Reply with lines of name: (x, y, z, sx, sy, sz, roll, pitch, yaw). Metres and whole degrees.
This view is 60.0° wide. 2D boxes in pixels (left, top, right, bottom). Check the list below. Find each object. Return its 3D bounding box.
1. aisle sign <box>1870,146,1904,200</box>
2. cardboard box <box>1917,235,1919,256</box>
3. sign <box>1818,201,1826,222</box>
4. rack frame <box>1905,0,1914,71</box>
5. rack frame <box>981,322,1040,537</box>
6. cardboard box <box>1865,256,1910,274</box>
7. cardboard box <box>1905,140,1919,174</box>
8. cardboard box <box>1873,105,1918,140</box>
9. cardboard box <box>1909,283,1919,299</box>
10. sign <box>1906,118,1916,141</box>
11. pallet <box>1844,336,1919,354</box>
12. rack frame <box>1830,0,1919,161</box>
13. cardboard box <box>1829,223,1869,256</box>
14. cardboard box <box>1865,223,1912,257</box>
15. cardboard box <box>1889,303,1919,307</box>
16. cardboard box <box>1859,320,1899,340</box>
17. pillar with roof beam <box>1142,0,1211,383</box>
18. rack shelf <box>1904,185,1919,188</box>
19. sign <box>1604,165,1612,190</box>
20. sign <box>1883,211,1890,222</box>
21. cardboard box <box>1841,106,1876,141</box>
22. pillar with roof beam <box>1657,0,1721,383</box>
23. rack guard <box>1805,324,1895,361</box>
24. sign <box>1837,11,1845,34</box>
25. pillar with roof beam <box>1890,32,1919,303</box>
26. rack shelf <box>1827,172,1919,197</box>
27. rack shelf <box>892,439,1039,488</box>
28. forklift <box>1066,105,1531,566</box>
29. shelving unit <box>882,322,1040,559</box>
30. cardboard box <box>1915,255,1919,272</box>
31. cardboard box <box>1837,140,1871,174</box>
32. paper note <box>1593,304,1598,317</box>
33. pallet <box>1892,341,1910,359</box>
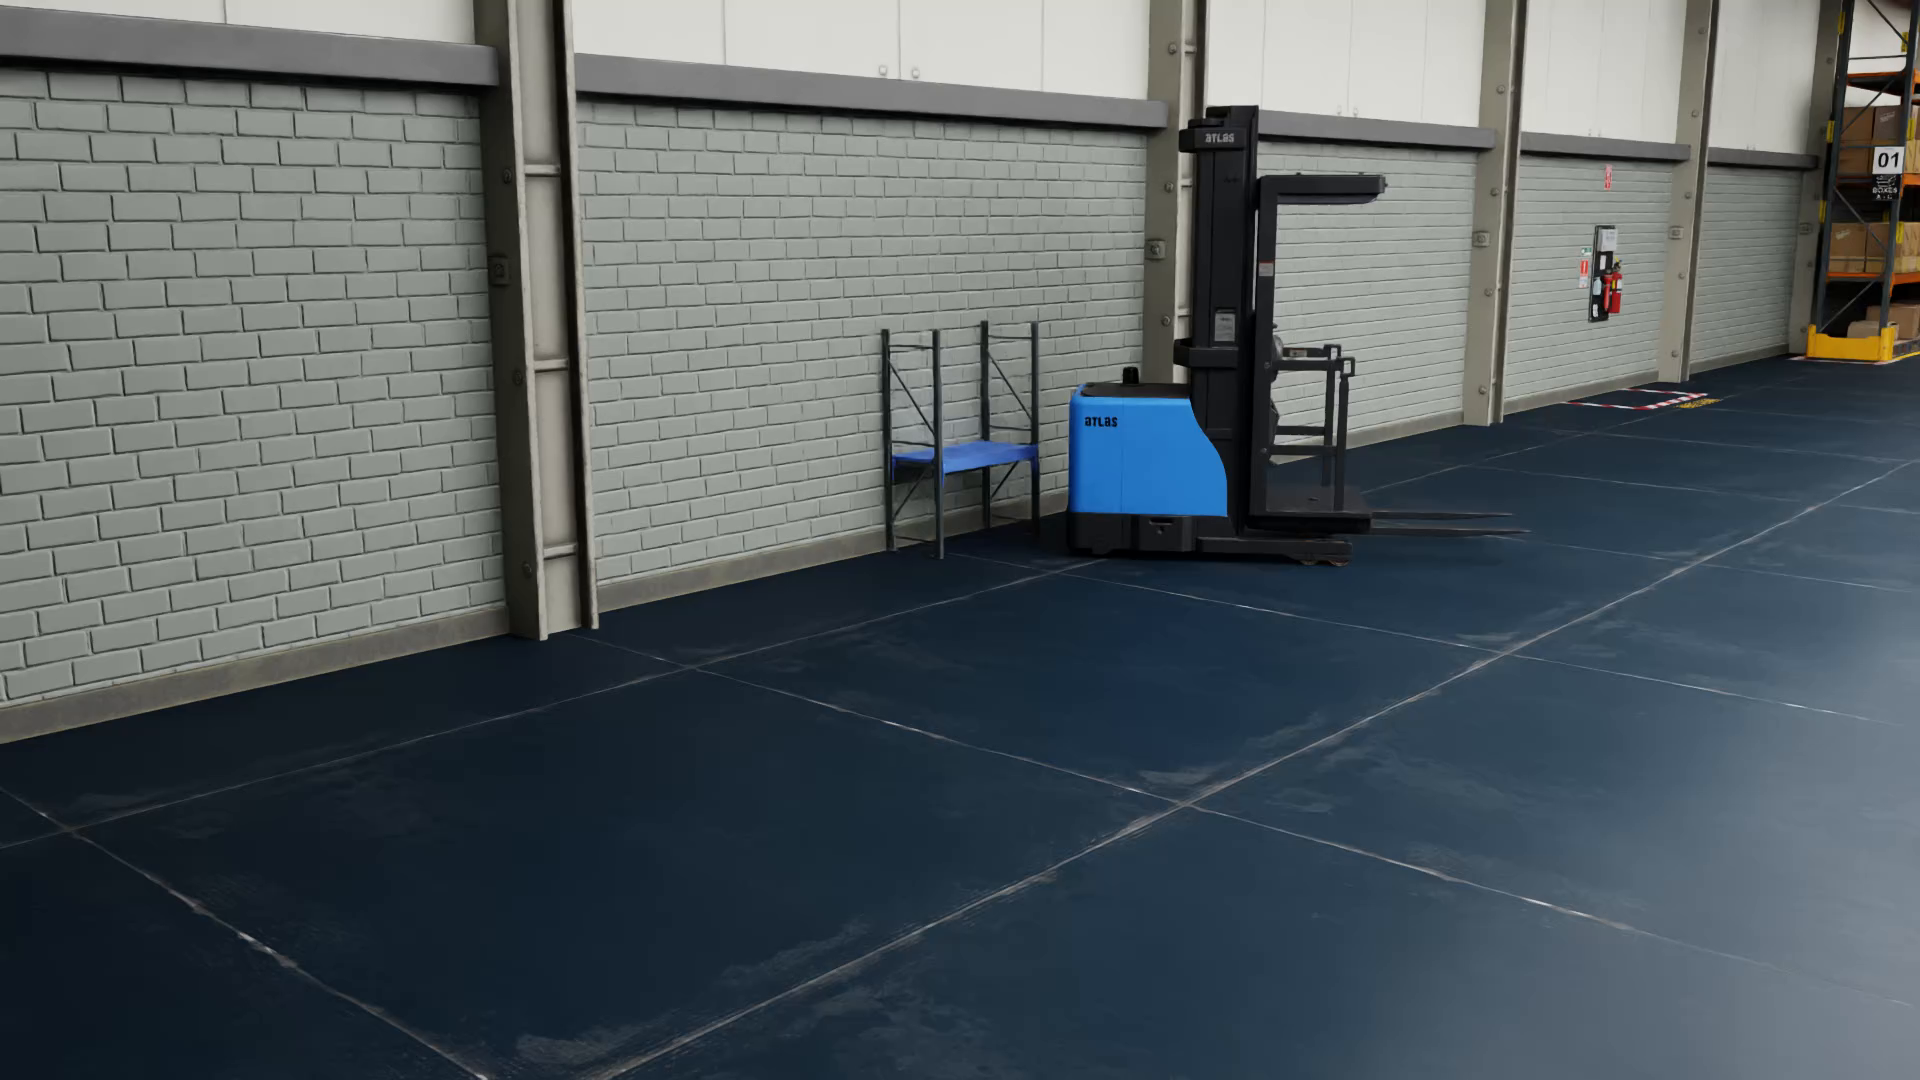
aisle sign: (13.953, -5.516, 25.034, 0.394, 0.787, 0.004, 10, 15, 40)
cardboard box: (14.996, -4.773, 26.366, 0.500, 0.500, 0.500, 9, 14, 39)
sign: (13.372, -5.088, 25.765, 0.100, 0.325, 0.005, 10, 15, 40)
rack frame: (16.416, -7.821, 27.895, 1.000, 3.000, 0.127, 10, 15, 40)
rack frame: (0.357, -0.789, 11.808, 0.500, 1.500, 0.032, 9, 14, 41)
cardboard box: (14.336, -4.258, 25.702, 0.500, 0.250, 0.500, 9, 15, 39)
cardboard box: (14.565, -5.912, 25.687, 0.500, 0.500, 0.500, -11, 16, -44)
cardboard box: (14.212, -6.336, 25.259, 0.500, 0.500, 0.500, 8, 14, 36)
cardboard box: (17.177, -4.413, 29.490, 0.500, 0.250, 0.500, 9, 15, 39)
sign: (14.183, -6.120, 24.805, 0.100, 0.325, 0.005, 10, 15, 40)
pallet: (15.194, -3.228, 27.335, 1.003, 0.211, 1.213, 10, 15, 40)
rack frame: (13.775, -7.233, 24.948, 1.000, 3.000, 0.127, 10, 15, 40)
cardboard box: (13.927, -4.692, 25.960, 0.500, 0.500, 0.500, 10, 15, 40)
cardboard box: (14.316, -4.626, 25.632, 0.500, 0.500, 0.500, 10, 15, 40)
cardboard box: (15.761, -3.711, 27.894, 0.500, 0.500, 0.500, 8, 14, 36)
cardboard box: (14.676, -3.362, 26.627, 0.500, 0.311, 0.500, -11, 15, -43)
pillar with roof beam: (4.940, -4.243, 9.978, 9.100, 9.000, 0.400, 10, 15, 40)
rack shelf: (17.736, -6.292, 29.732, 1.077, 0.370, 4.000, 10, 15, 40)
sign: (7.887, -4.413, 20.227, 0.001, 0.298, 0.199, 10, 15, 40)
sign: (15.997, -5.518, 28.725, 0.100, 0.325, 0.005, 10, 15, 40)
cardboard box: (13.864, -6.408, 25.619, 0.500, 0.500, 0.500, 11, 15, 43)
pillar with roof beam: (12.861, -6.008, 18.817, 9.100, 9.000, 0.400, 10, 15, 40)
rack guard: (13.826, -3.076, 25.837, 1.175, 0.500, 0.348, 10, 15, 40)
sign: (13.372, -7.843, 25.215, 0.100, 0.325, 0.005, 10, 15, 40)
pillar with roof beam: (20.782, -7.774, 27.657, 9.100, 9.000, 0.400, 10, 15, 40)
rack shelf: (15.096, -5.703, 26.786, 1.077, 0.370, 4.000, 10, 15, 40)
rack shelf: (0.023, -0.537, 11.467, 0.538, 0.185, 1.000, 9, 14, 41)
forklift: (2.268, -1.378, 11.127, 3.031, 2.935, 1.130, 1, 11, 7)
shelving unit: (0.021, -0.714, 11.434, 0.538, 1.500, 1.048, 9, 14, 41)
cardboard box: (15.009, -4.410, 26.466, 0.500, 0.250, 0.500, 9, 15, 39)
cardboard box: (13.861, -5.915, 25.701, 0.500, 0.500, 0.500, -11, 16, -43)
paper note: (7.798, -2.815, 20.396, 0.016, 0.148, 0.142, 10, 15, 40)
pallet: (14.388, -3.050, 26.440, 1.003, 0.211, 1.213, 10, 15, 40)
